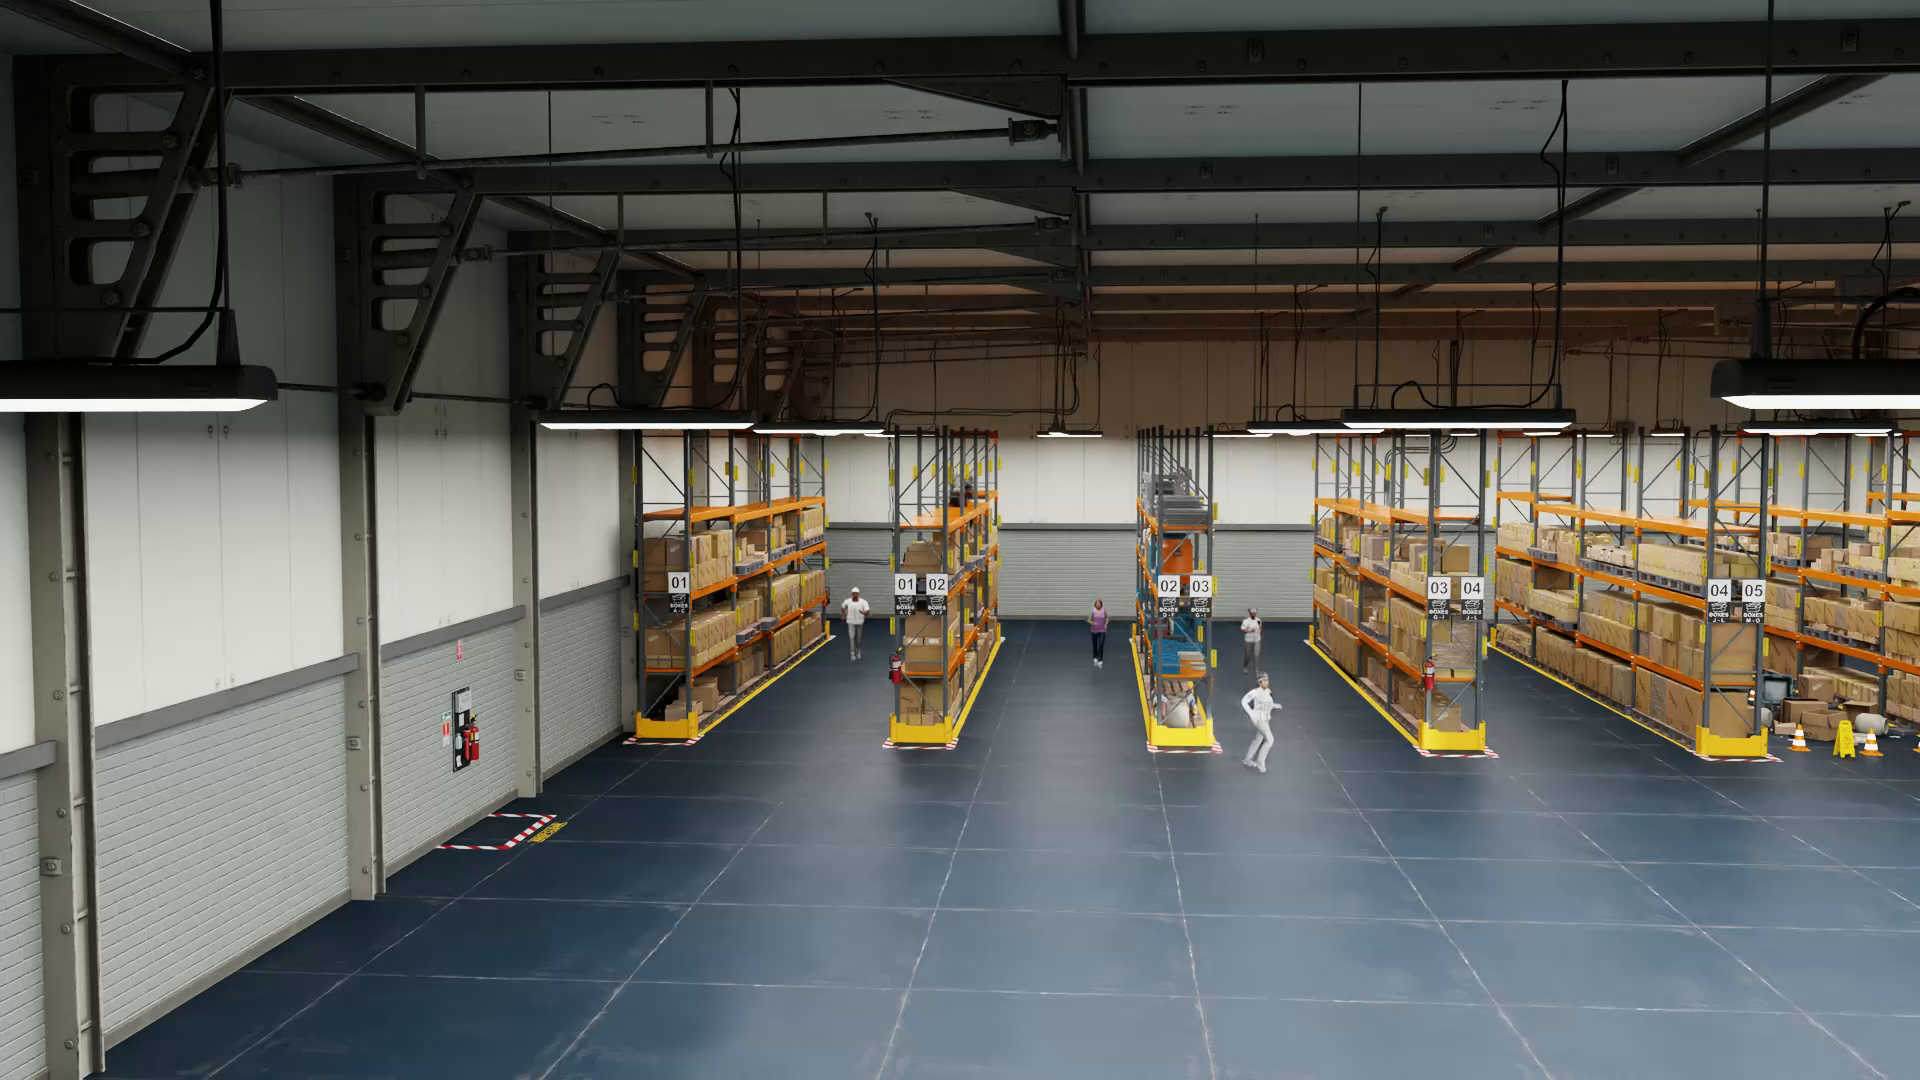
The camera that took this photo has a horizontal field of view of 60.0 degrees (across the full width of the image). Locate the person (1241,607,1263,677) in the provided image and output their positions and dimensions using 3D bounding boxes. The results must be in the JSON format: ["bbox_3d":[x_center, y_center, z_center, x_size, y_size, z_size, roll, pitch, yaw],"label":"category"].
[{"bbox_3d":[7.020,2.450,39.992,0.604,1.703,0.900,0,3,-7],"label":"person"}]

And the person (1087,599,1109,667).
[{"bbox_3d":[3.311,2.226,39.771,0.543,1.618,0.786,0,3,0],"label":"person"}]

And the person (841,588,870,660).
[{"bbox_3d":[-2.581,2.079,41.046,0.704,1.807,0.926,0,3,-4],"label":"person"}]

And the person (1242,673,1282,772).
[{"bbox_3d":[5.241,3.160,28.839,0.708,1.740,0.579,3,5,41],"label":"person"}]

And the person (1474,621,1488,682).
[{"bbox_3d":[12.303,2.523,39.554,0.550,1.677,0.757,0,3,3],"label":"person"}]
